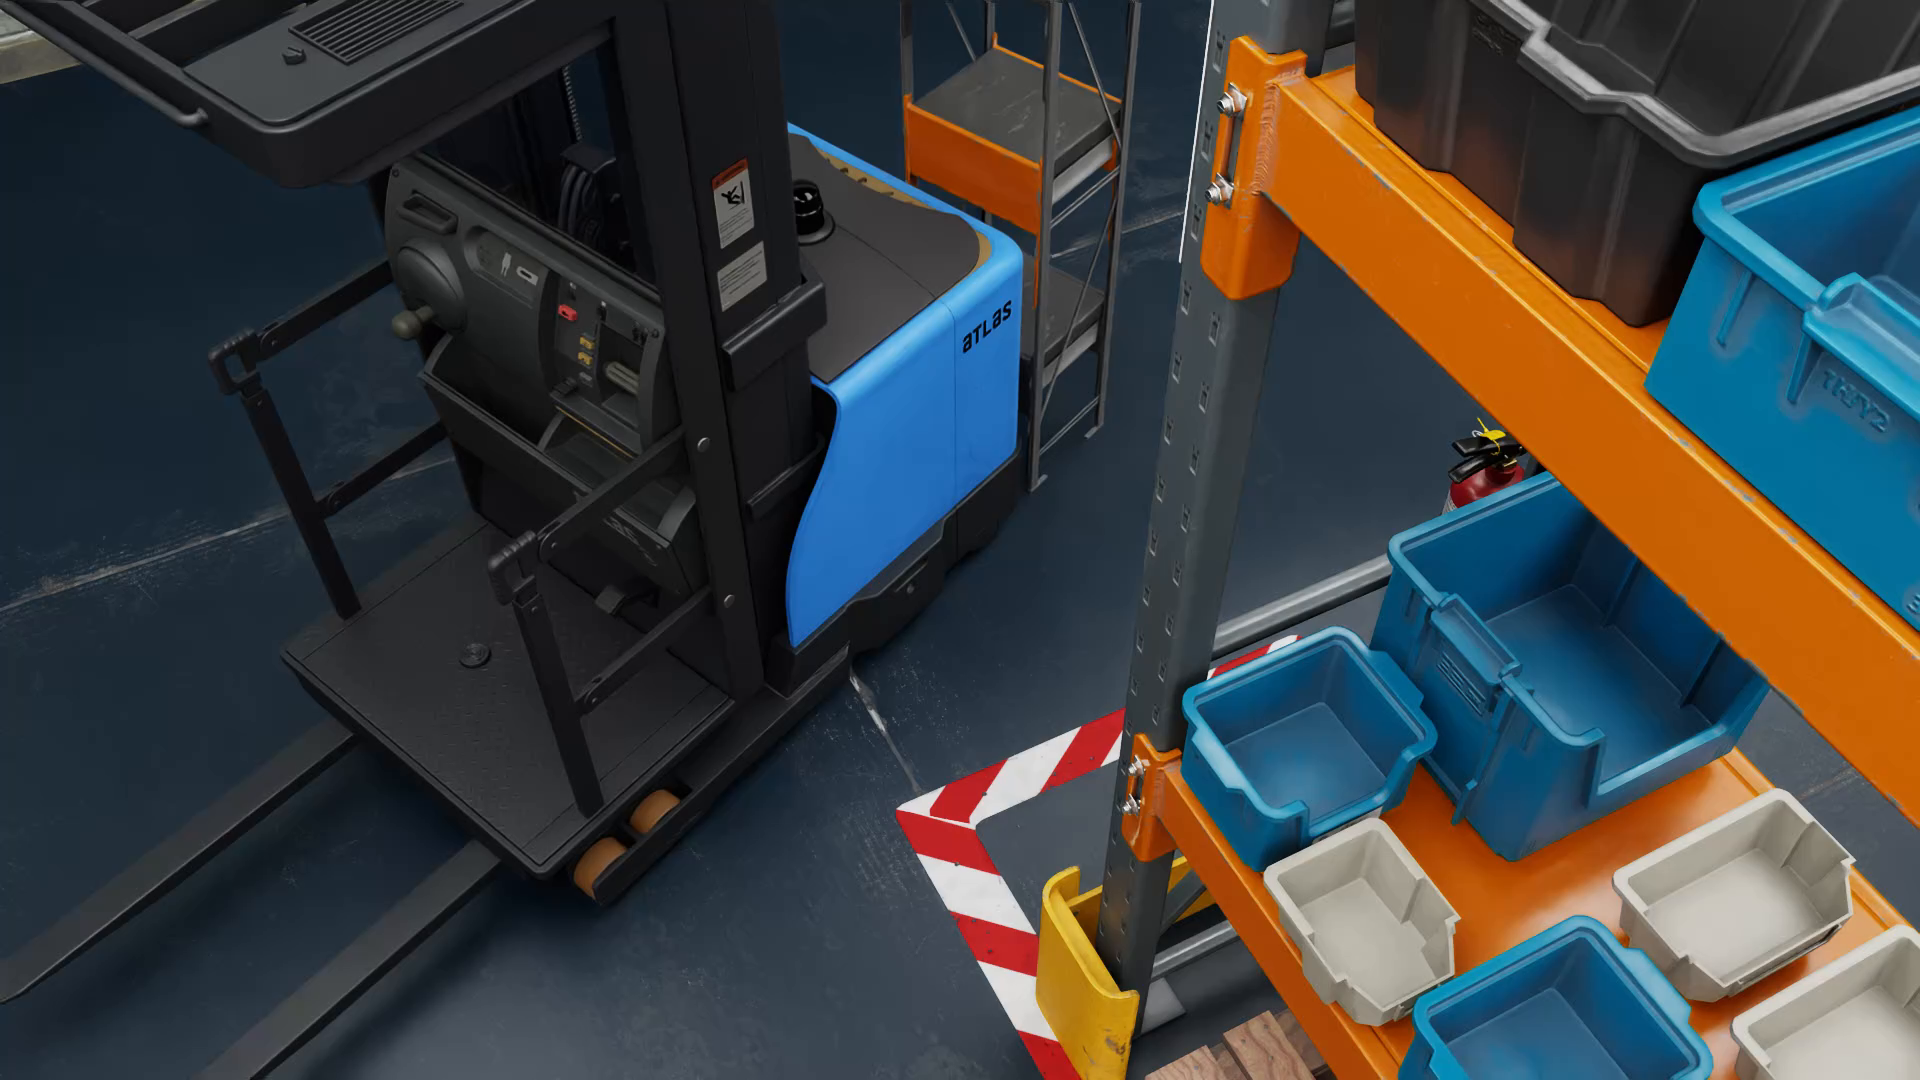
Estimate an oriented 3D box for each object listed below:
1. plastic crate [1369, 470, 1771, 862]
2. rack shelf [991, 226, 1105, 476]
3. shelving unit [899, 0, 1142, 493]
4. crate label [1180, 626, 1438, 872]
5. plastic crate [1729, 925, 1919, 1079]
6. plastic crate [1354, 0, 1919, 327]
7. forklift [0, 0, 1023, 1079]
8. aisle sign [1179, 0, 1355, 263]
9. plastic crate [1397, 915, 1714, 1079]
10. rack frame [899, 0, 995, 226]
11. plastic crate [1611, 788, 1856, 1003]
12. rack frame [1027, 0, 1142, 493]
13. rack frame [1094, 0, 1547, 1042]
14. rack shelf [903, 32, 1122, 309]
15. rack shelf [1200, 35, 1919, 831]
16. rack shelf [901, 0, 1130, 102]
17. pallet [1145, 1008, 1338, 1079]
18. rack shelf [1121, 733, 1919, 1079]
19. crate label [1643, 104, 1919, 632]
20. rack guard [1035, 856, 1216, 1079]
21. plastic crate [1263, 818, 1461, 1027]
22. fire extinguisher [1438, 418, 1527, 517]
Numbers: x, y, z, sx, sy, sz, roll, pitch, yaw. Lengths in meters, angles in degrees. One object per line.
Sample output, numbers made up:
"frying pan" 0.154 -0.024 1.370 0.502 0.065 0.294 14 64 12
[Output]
"plastic crate" 1.109 0.202 3.018 0.616 0.435 0.499 -21 52 -18
"rack shelf" 0.159 -0.607 5.334 0.480 0.518 0.431 31 56 24
"shelving unit" 0.159 -1.077 4.797 0.503 2.100 0.431 31 56 24
"crate label" 0.610 0.387 2.990 0.416 0.233 0.303 -21 52 -18
"plastic crate" 1.444 0.823 2.673 0.396 0.136 0.243 -21 52 -18
"plastic crate" 0.718 -0.518 1.804 0.497 0.269 0.590 -21 52 -18
"forklift" -1.138 -0.445 3.692 1.130 2.935 3.031 32 56 25
"aisle sign" 0.493 -0.729 2.167 0.394 0.787 0.004 -21 52 -18
"plastic crate" 0.911 0.828 2.605 0.416 0.233 0.300 -21 52 -18
"rack frame" -0.031 -1.192 4.898 0.015 2.100 0.400 31 56 24
"plastic crate" 1.324 0.624 2.847 0.396 0.136 0.243 -21 52 -18
"rack frame" 0.349 -0.962 4.696 0.015 2.100 0.400 31 56 24
"rack frame" 0.790 0.073 3.193 1.000 3.000 0.127 -21 52 -18
"rack shelf" 0.159 -1.068 4.807 0.480 0.518 0.431 31 56 24
"rack shelf" 1.705 0.661 1.164 1.077 0.370 4.000 -21 52 -18
"rack shelf" 0.159 -1.529 4.280 0.480 0.518 0.431 31 56 24
"pallet" 1.133 1.557 3.748 1.003 0.211 1.213 -21 52 -18
"rack shelf" 1.705 1.649 2.293 1.077 0.370 4.000 -21 52 -18
"crate label" 0.925 -0.137 1.483 0.408 0.251 0.502 -21 52 -18
"rack guard" 0.767 0.885 4.144 1.175 0.500 0.348 -21 52 -18
"plastic crate" 0.683 0.662 2.813 0.250 0.136 0.298 -21 52 -18
"fire extinguisher" 1.125 -0.036 3.588 0.296 0.674 0.183 -21 52 -18
